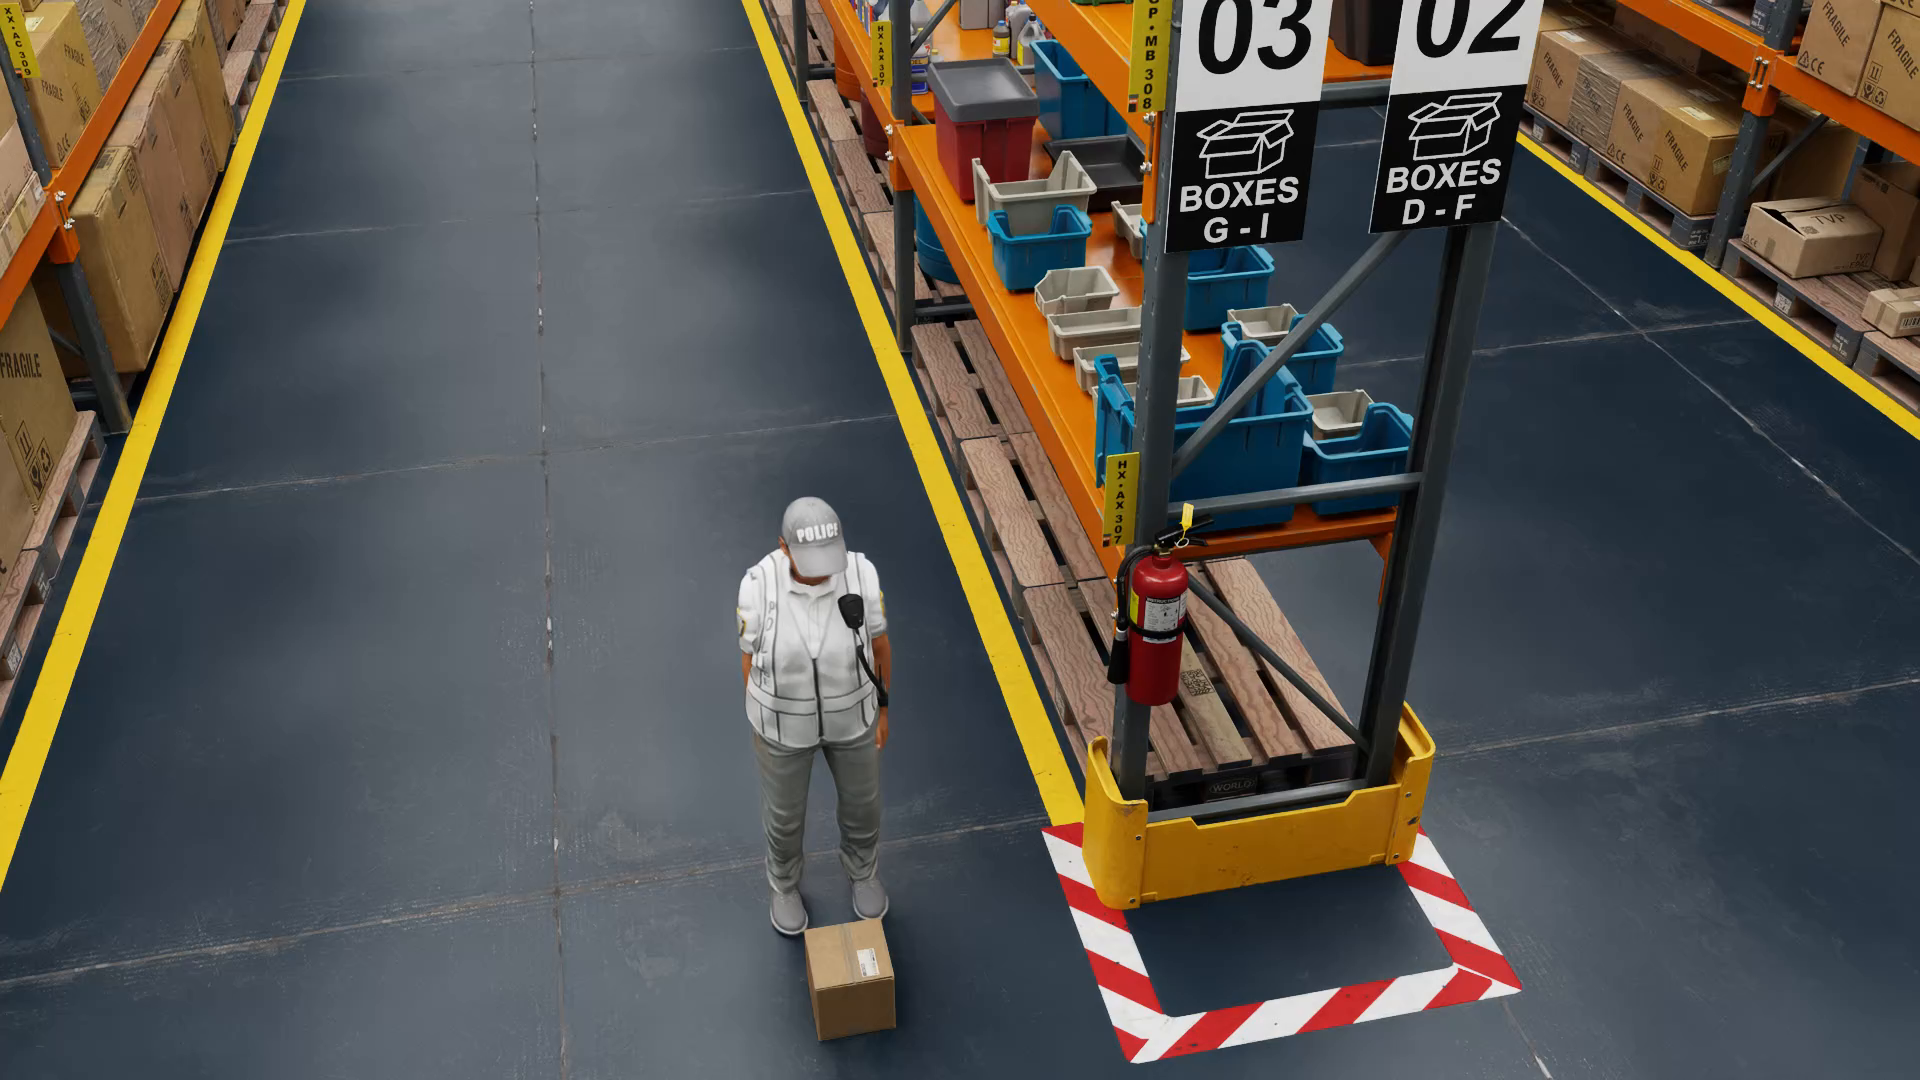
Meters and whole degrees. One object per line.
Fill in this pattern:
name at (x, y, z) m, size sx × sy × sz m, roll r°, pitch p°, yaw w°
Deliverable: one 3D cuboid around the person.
person at (-0.422, 1.004, 5.441) m, size 0.521 × 0.834 × 0.942 m, roll -9°, pitch 36°, yaw -13°
